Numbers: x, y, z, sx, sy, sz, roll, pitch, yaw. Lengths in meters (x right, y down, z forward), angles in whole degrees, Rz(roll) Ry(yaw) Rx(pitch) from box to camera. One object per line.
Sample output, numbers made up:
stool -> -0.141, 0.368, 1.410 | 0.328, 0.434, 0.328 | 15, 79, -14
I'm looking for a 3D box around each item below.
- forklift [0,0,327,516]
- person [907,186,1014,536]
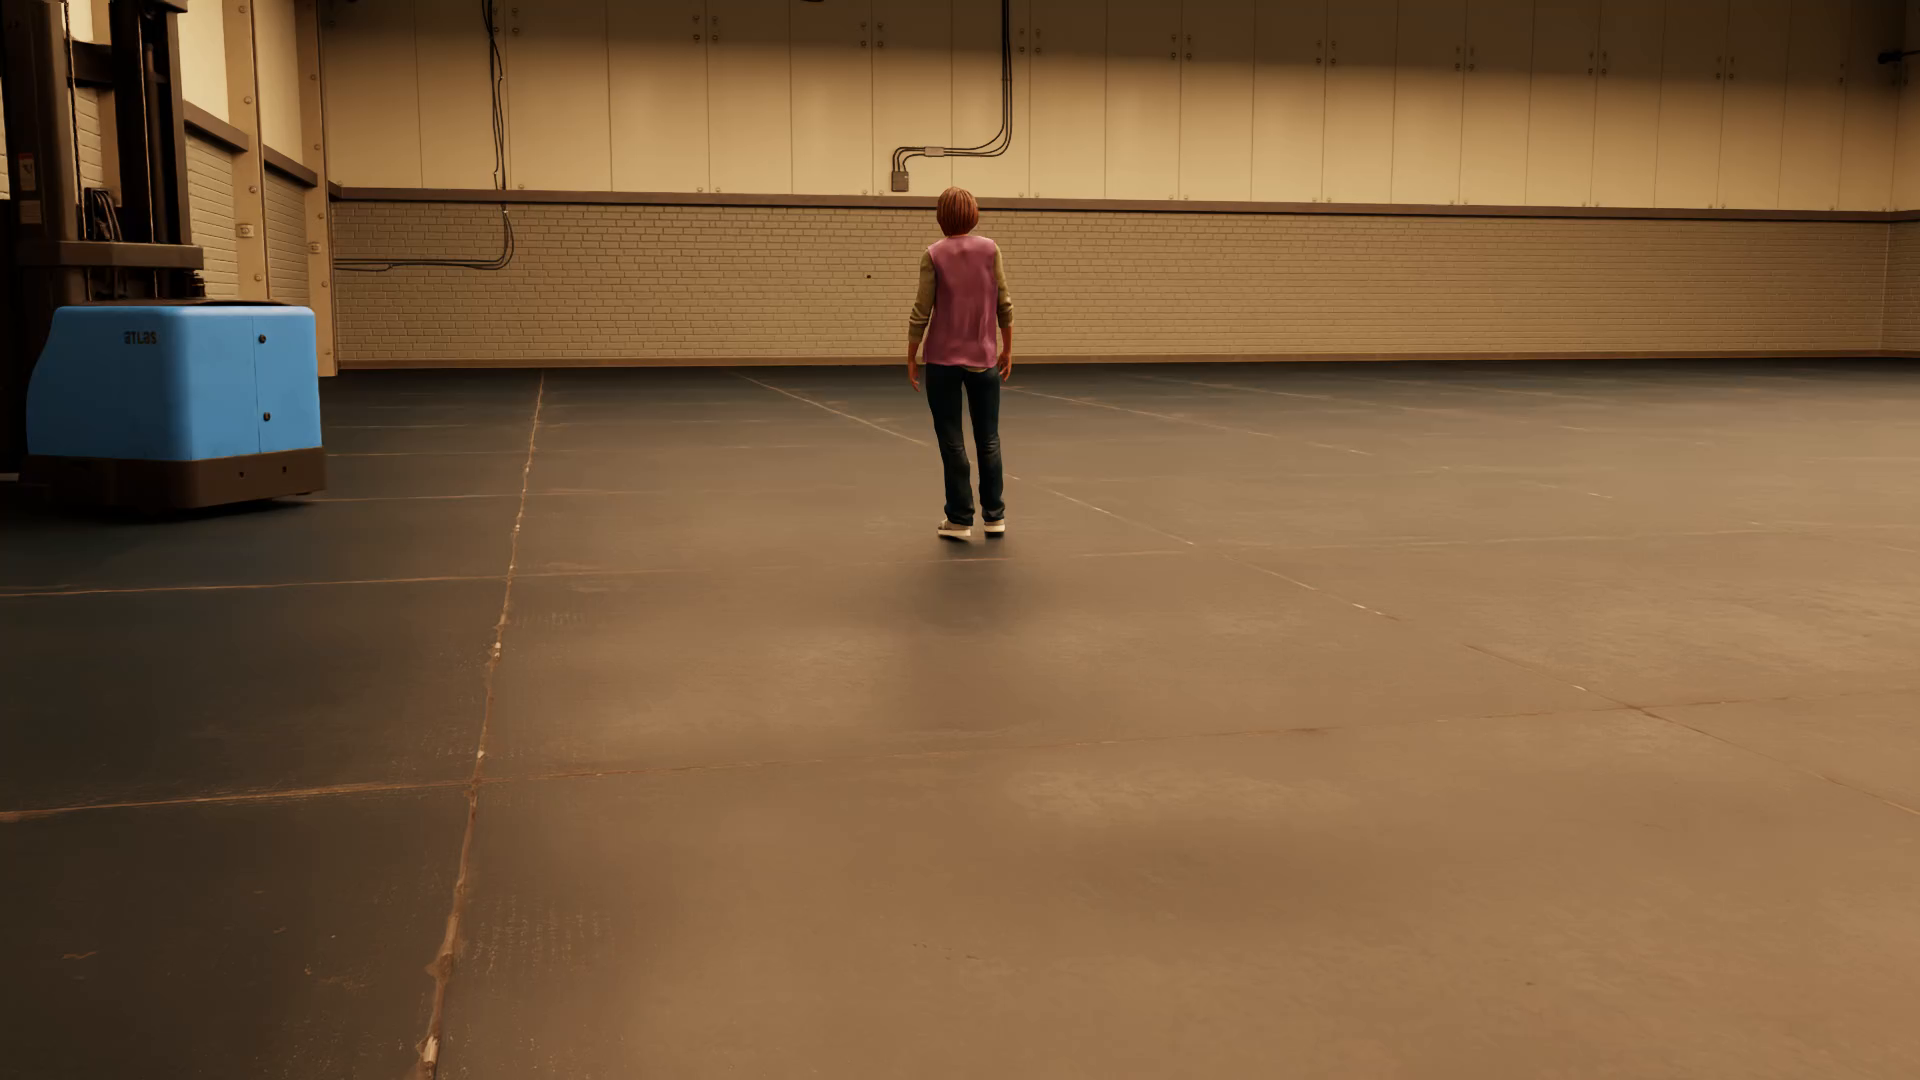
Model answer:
forklift -> -5.066, -1.674, 9.093 | 3.031, 2.935, 1.130 | 3, 9, 21
person -> -0.003, -0.809, 7.669 | 0.520, 1.597, 0.476 | -2, 8, -13
